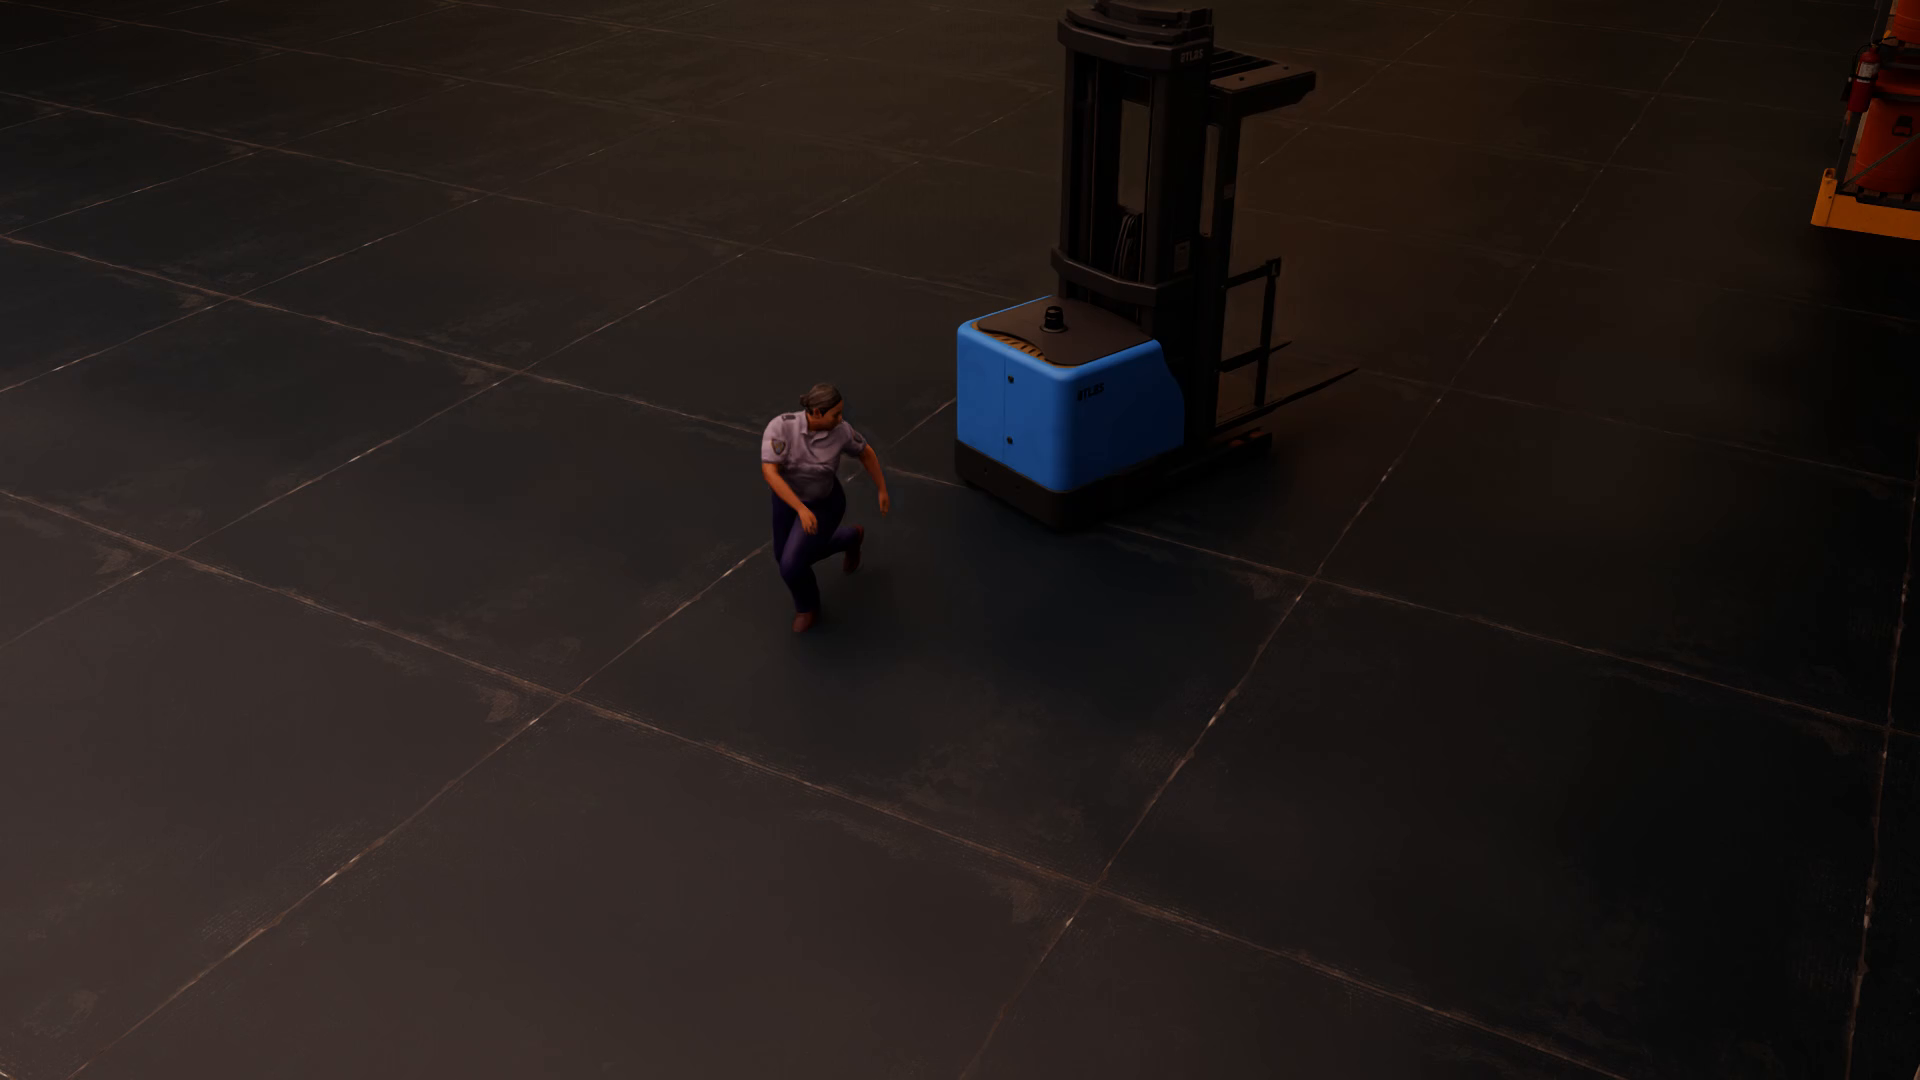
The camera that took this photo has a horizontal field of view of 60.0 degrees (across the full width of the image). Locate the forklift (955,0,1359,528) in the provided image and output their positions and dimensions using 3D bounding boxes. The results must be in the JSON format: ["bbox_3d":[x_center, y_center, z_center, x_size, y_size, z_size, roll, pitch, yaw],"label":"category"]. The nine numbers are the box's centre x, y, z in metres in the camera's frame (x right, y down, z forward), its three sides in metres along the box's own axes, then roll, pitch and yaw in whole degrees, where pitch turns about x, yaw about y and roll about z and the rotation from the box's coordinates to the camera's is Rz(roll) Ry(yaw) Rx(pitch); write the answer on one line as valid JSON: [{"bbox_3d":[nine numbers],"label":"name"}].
[{"bbox_3d":[1.424,-1.942,10.435,3.031,2.935,1.130,-22,37,-33],"label":"forklift"}]

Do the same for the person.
[{"bbox_3d":[-0.741,-0.234,9.040,0.593,1.428,0.861,10,32,17],"label":"person"}]
